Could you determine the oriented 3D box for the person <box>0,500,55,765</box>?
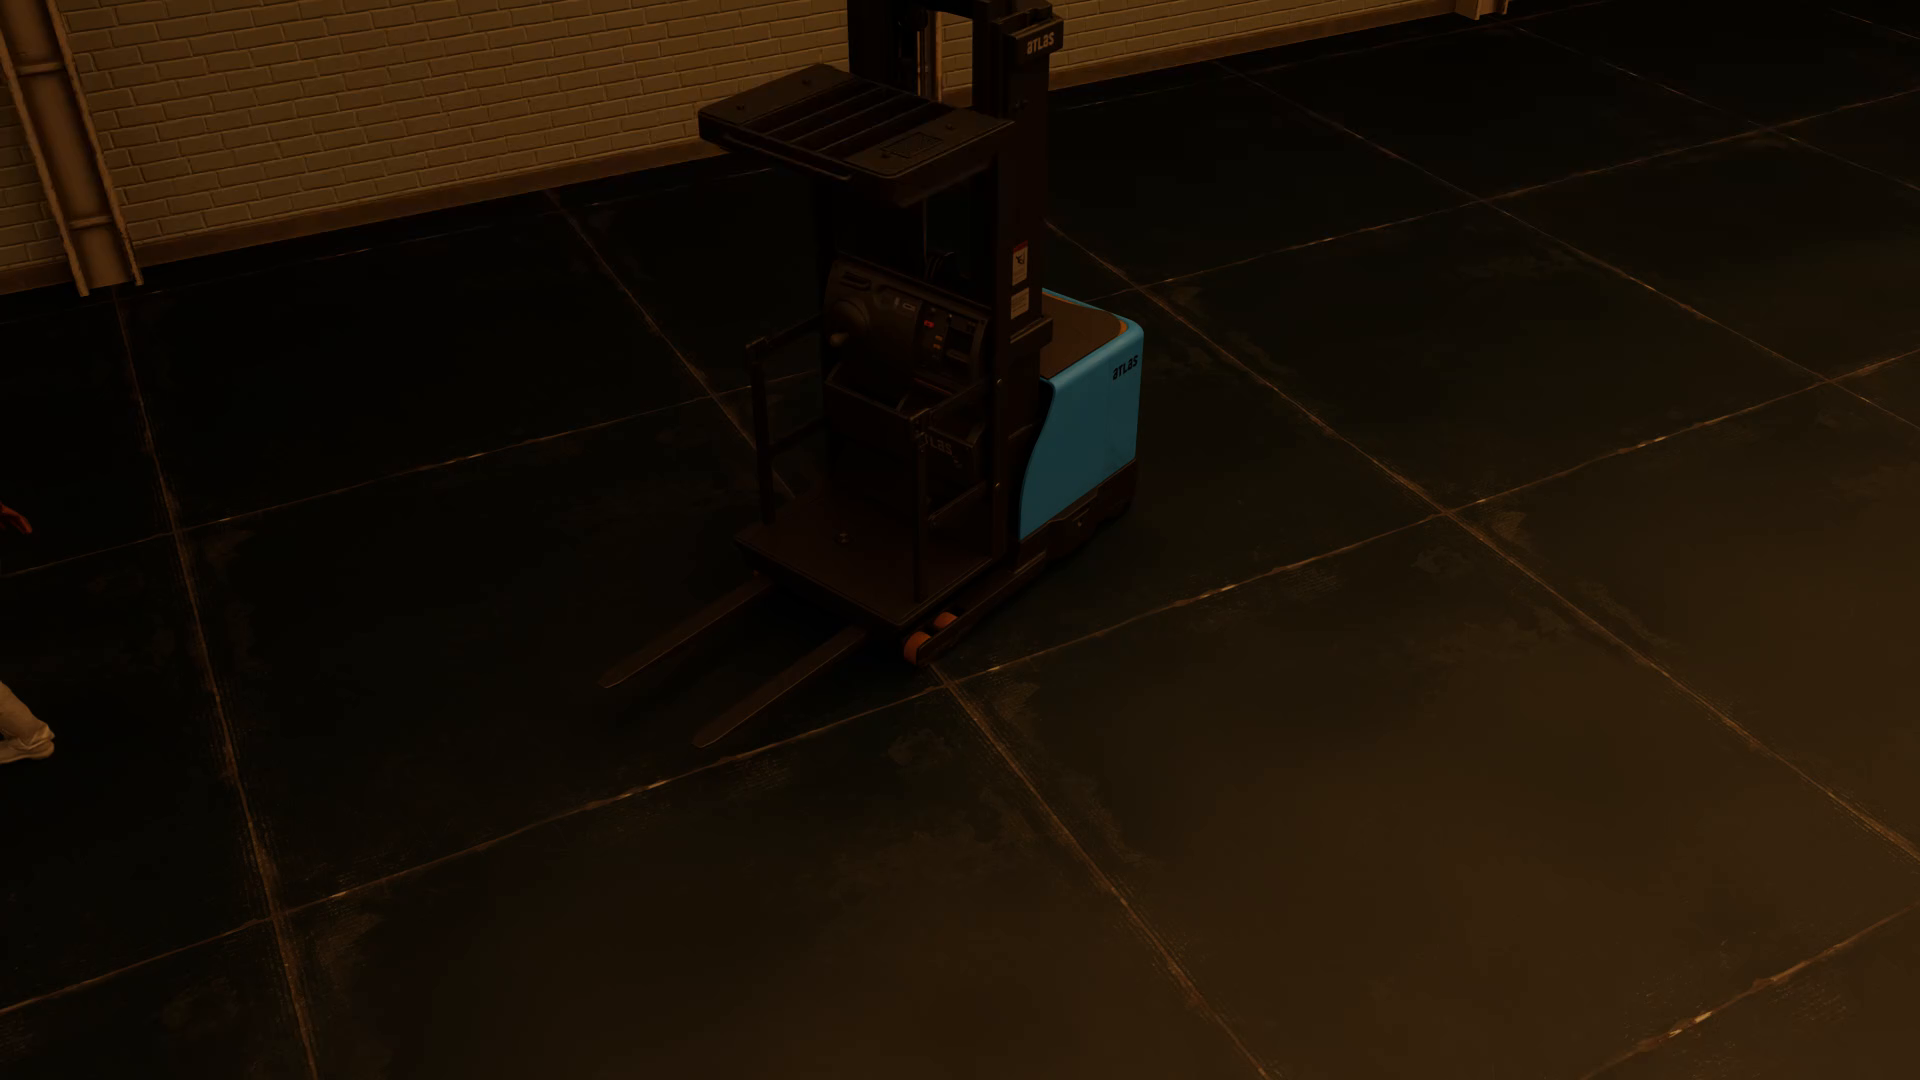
[{"bbox_3d":[-4.343,0.181,6.919,0.734,1.755,1.046,-1,35,-2],"label":"person"}]

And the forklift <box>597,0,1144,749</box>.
[{"bbox_3d":[-0.390,-0.927,7.434,1.130,2.935,3.031,26,43,31],"label":"forklift"}]
